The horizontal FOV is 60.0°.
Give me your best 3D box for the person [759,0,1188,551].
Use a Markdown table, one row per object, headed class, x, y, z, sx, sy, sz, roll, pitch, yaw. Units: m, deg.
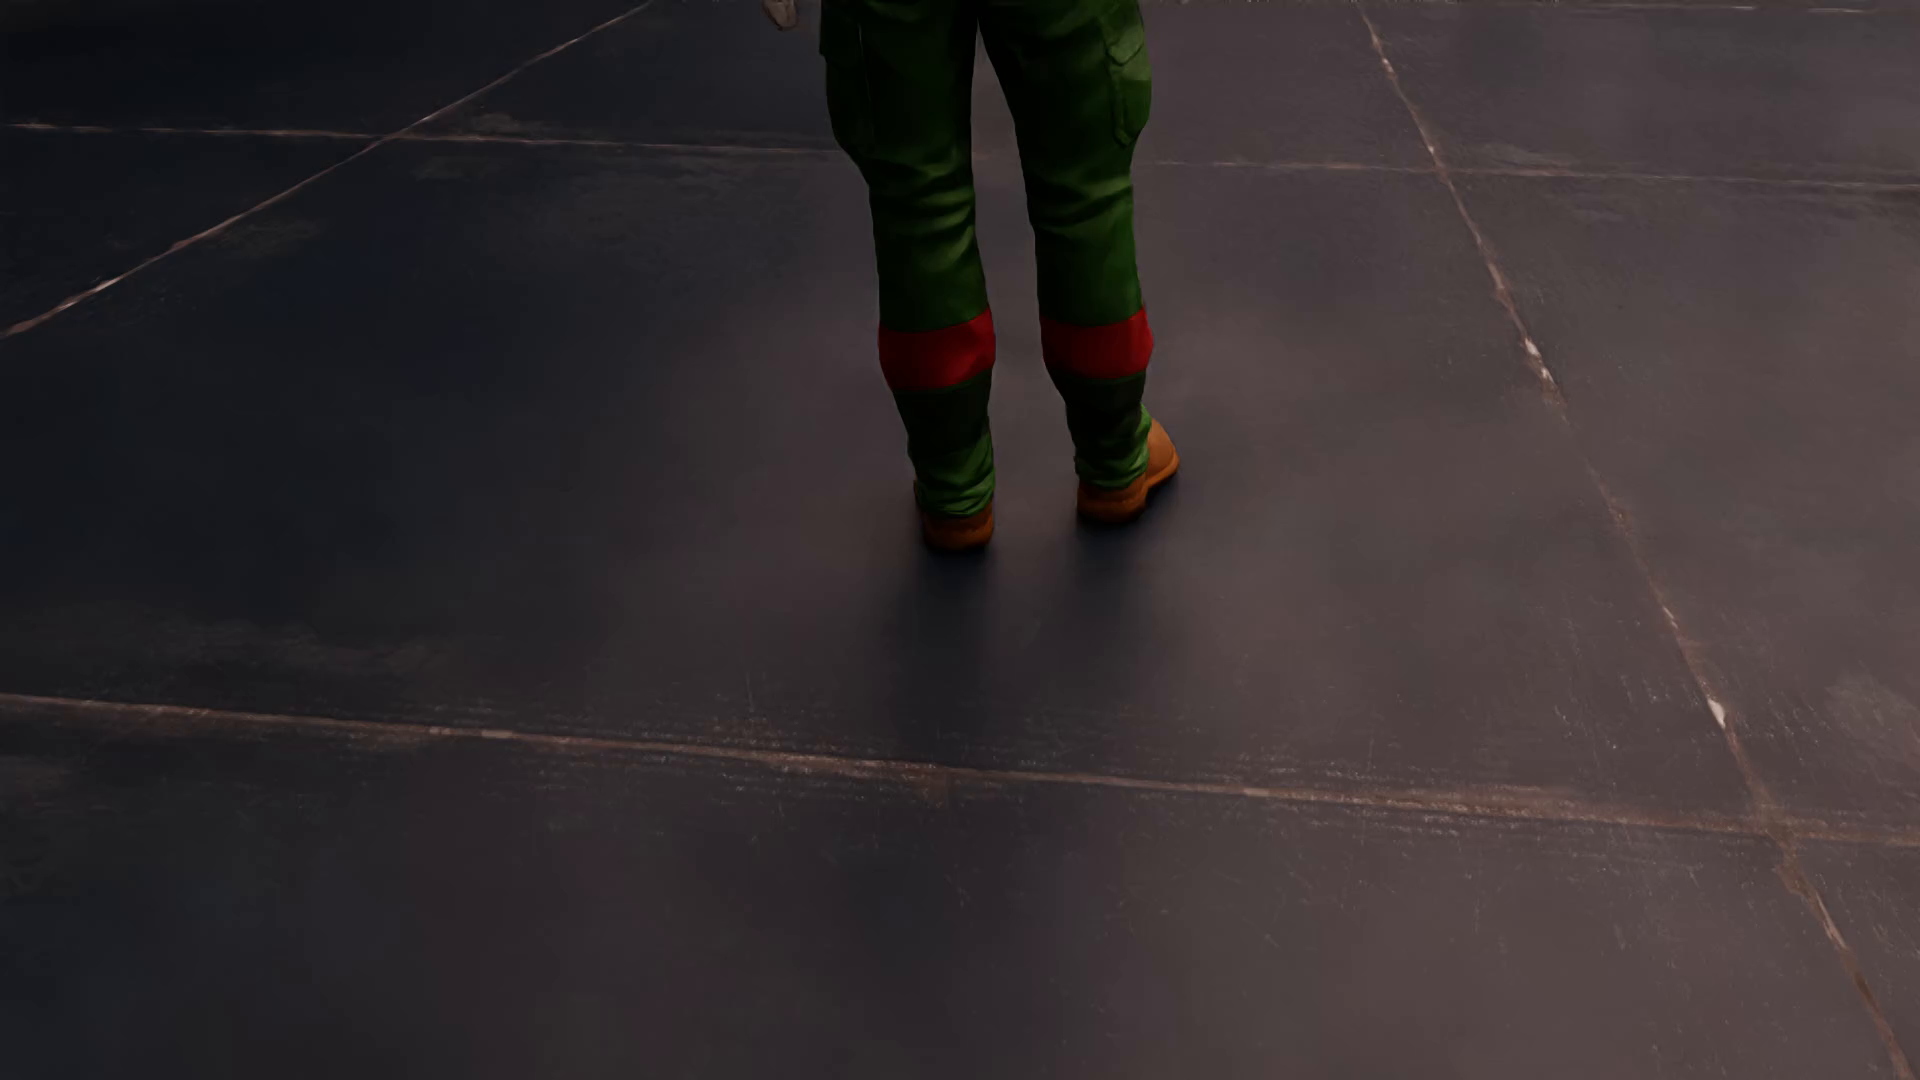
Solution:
| class | x | y | z | sx | sy | sz | roll | pitch | yaw |
| --- | --- | --- | --- | --- | --- | --- | --- | --- | --- |
| person | 0.022 | -0.842 | 2.168 | 0.637 | 1.787 | 0.563 | 3 | 27 | 7 |
